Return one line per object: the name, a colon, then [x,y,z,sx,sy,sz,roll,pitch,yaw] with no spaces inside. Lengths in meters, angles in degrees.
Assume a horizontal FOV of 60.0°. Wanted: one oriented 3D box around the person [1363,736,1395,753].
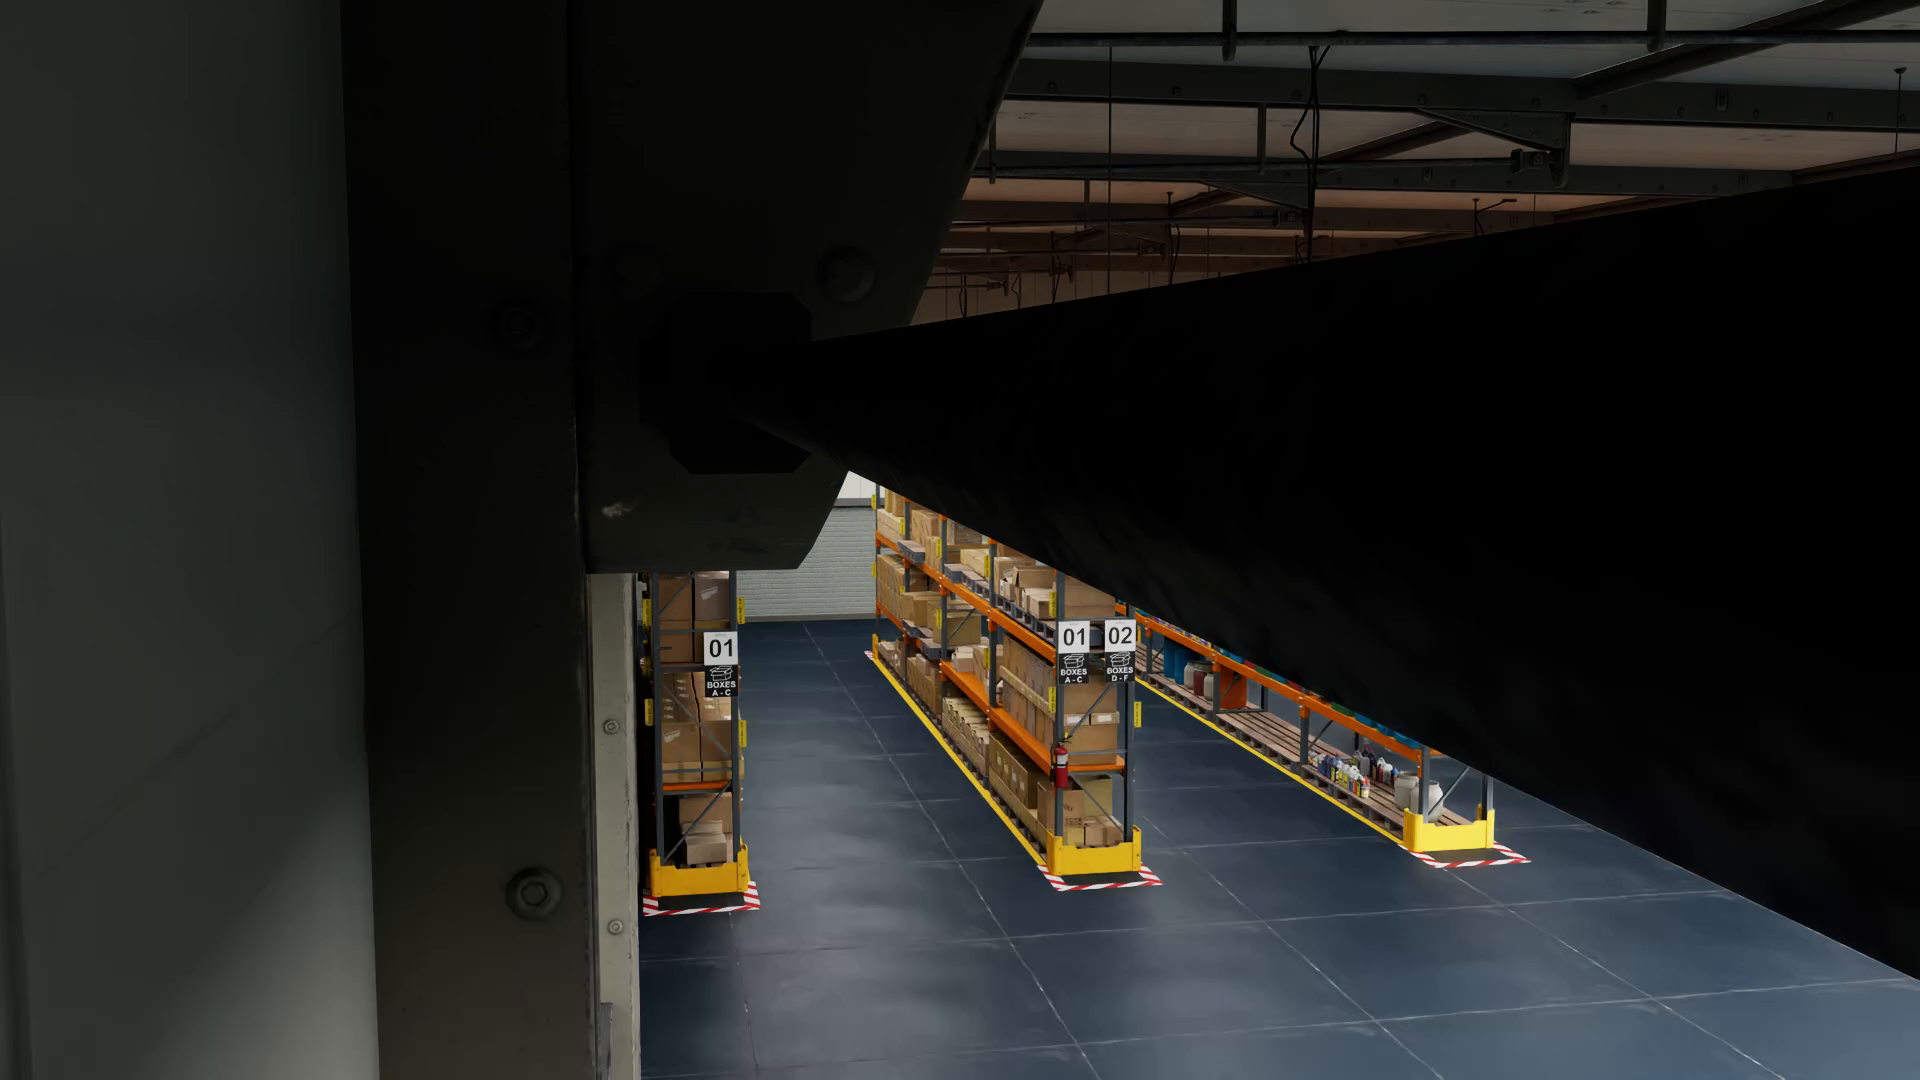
person: [6.905,2.606,27.719,0.553,1.718,0.919,0,6,-2]
